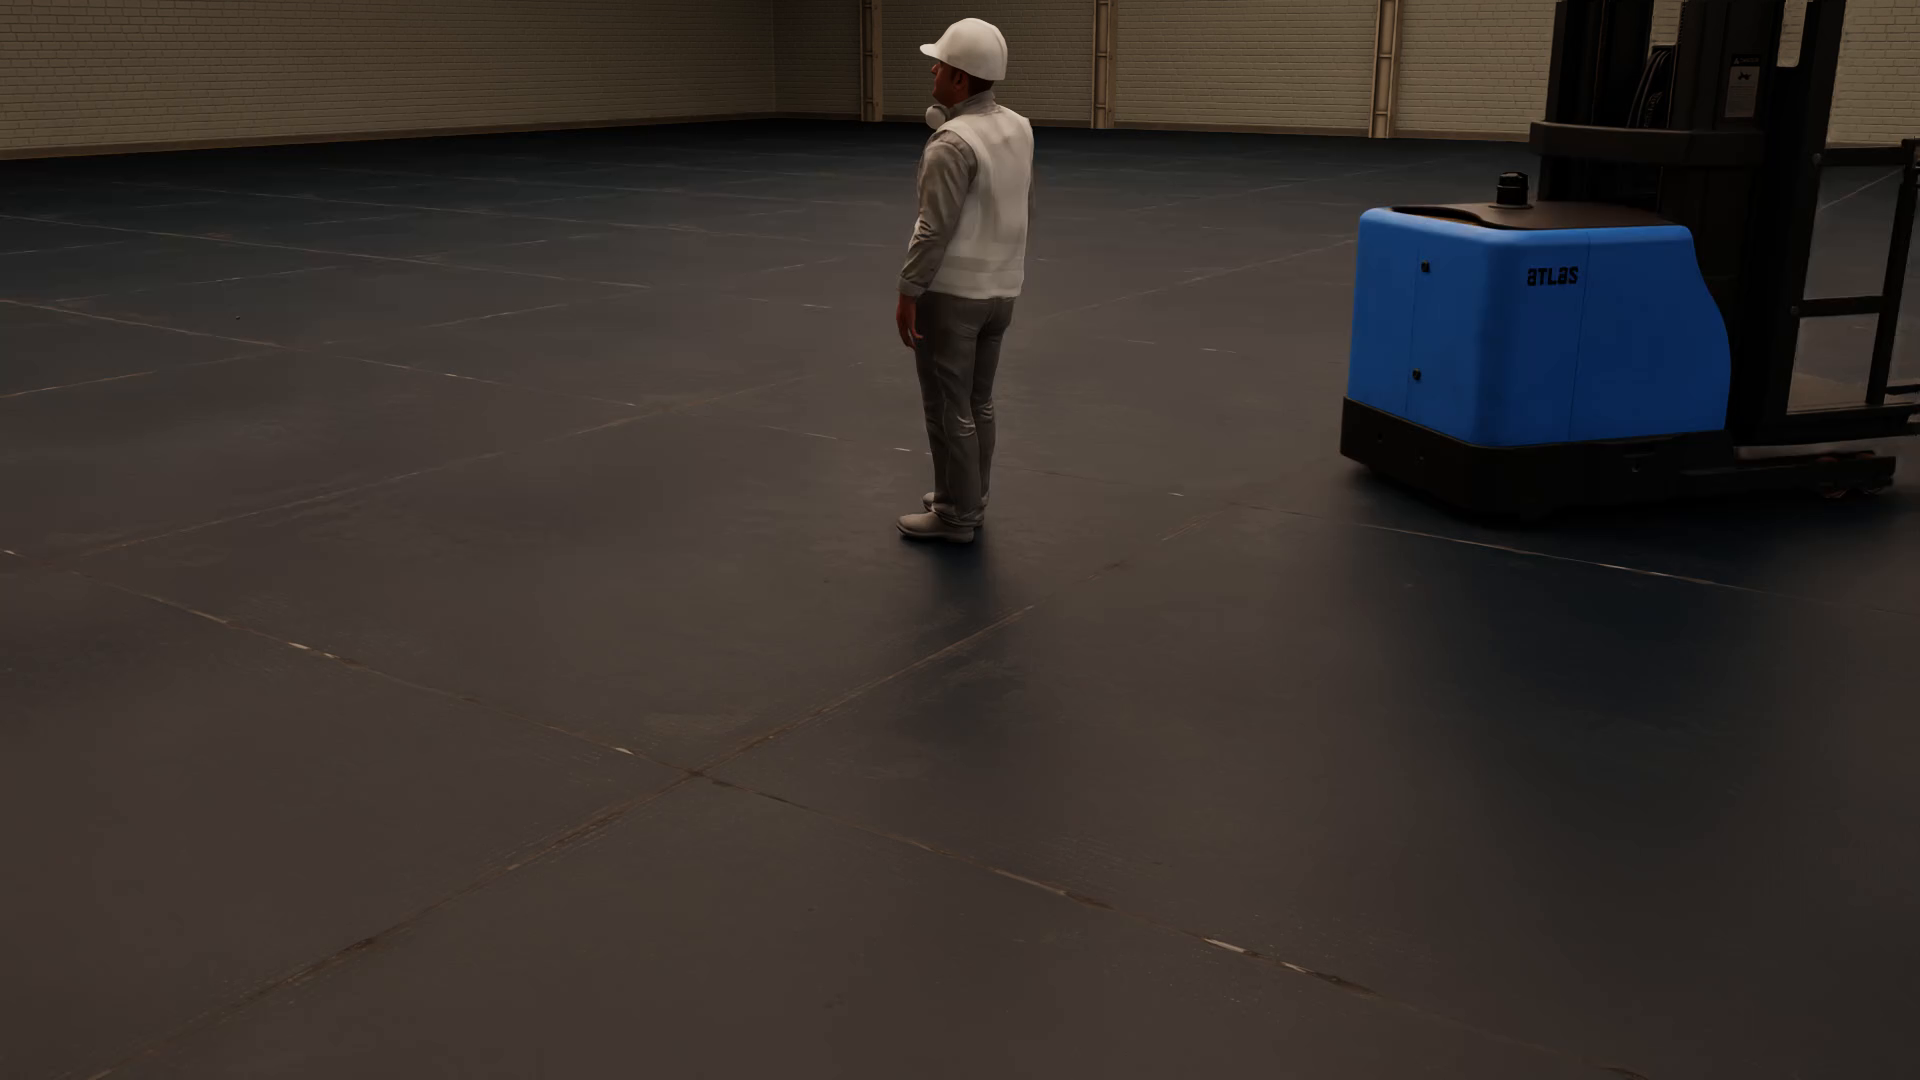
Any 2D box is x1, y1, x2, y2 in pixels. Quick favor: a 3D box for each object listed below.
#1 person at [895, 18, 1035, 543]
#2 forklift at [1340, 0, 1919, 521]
[{"bbox_3d":[-0.046,-0.869,5.732,0.568,1.773,0.632,11,20,33],"label":"person"},{"bbox_3d":[3.152,-1.700,6.519,3.031,2.935,1.130,-5,17,-17],"label":"forklift"}]
